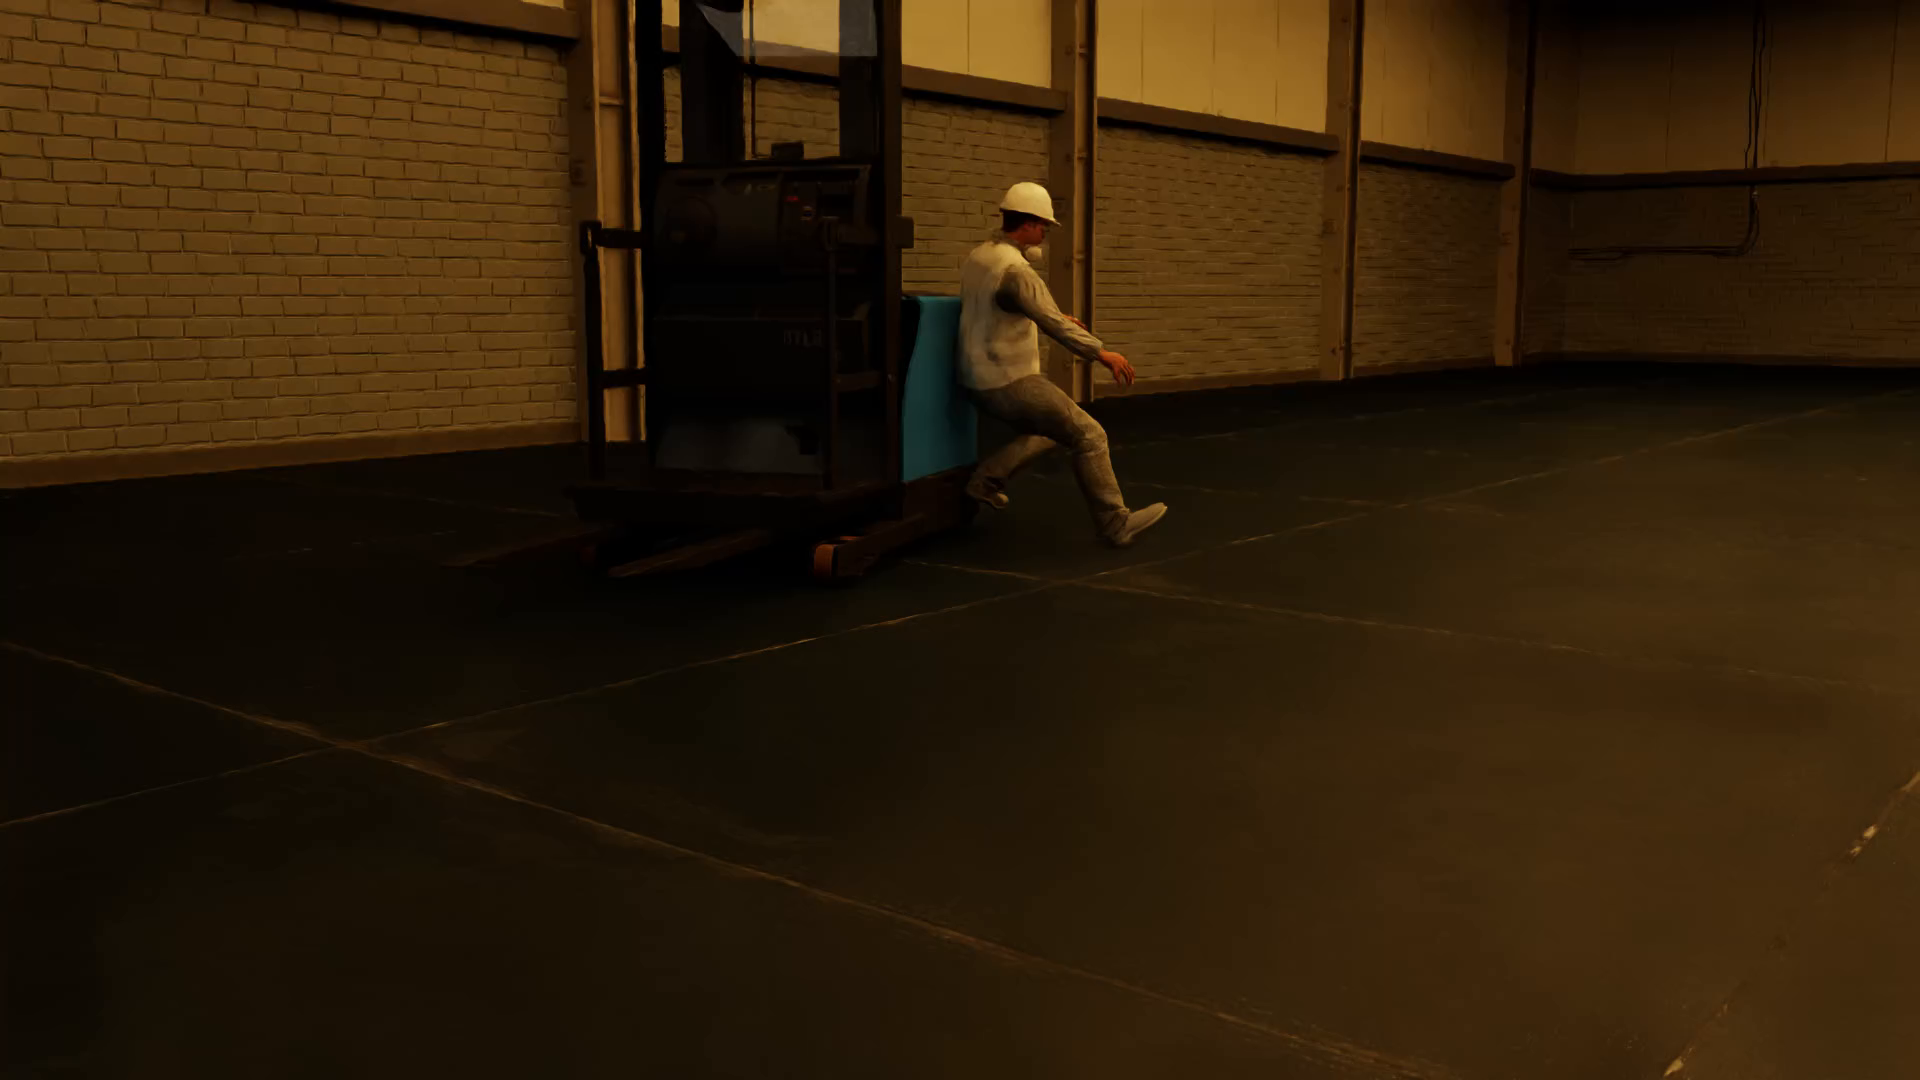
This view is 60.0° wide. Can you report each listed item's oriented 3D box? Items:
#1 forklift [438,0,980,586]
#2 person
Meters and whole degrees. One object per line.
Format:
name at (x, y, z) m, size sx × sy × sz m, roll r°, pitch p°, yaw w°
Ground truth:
forklift at (-0.865, -1.342, 6.451) m, size 1.130 × 2.935 × 3.031 m, roll 3°, pitch 9°, yaw 19°
person at (0.412, -0.779, 7.387) m, size 0.800 × 1.588 × 0.829 m, roll -3°, pitch 9°, yaw -18°
